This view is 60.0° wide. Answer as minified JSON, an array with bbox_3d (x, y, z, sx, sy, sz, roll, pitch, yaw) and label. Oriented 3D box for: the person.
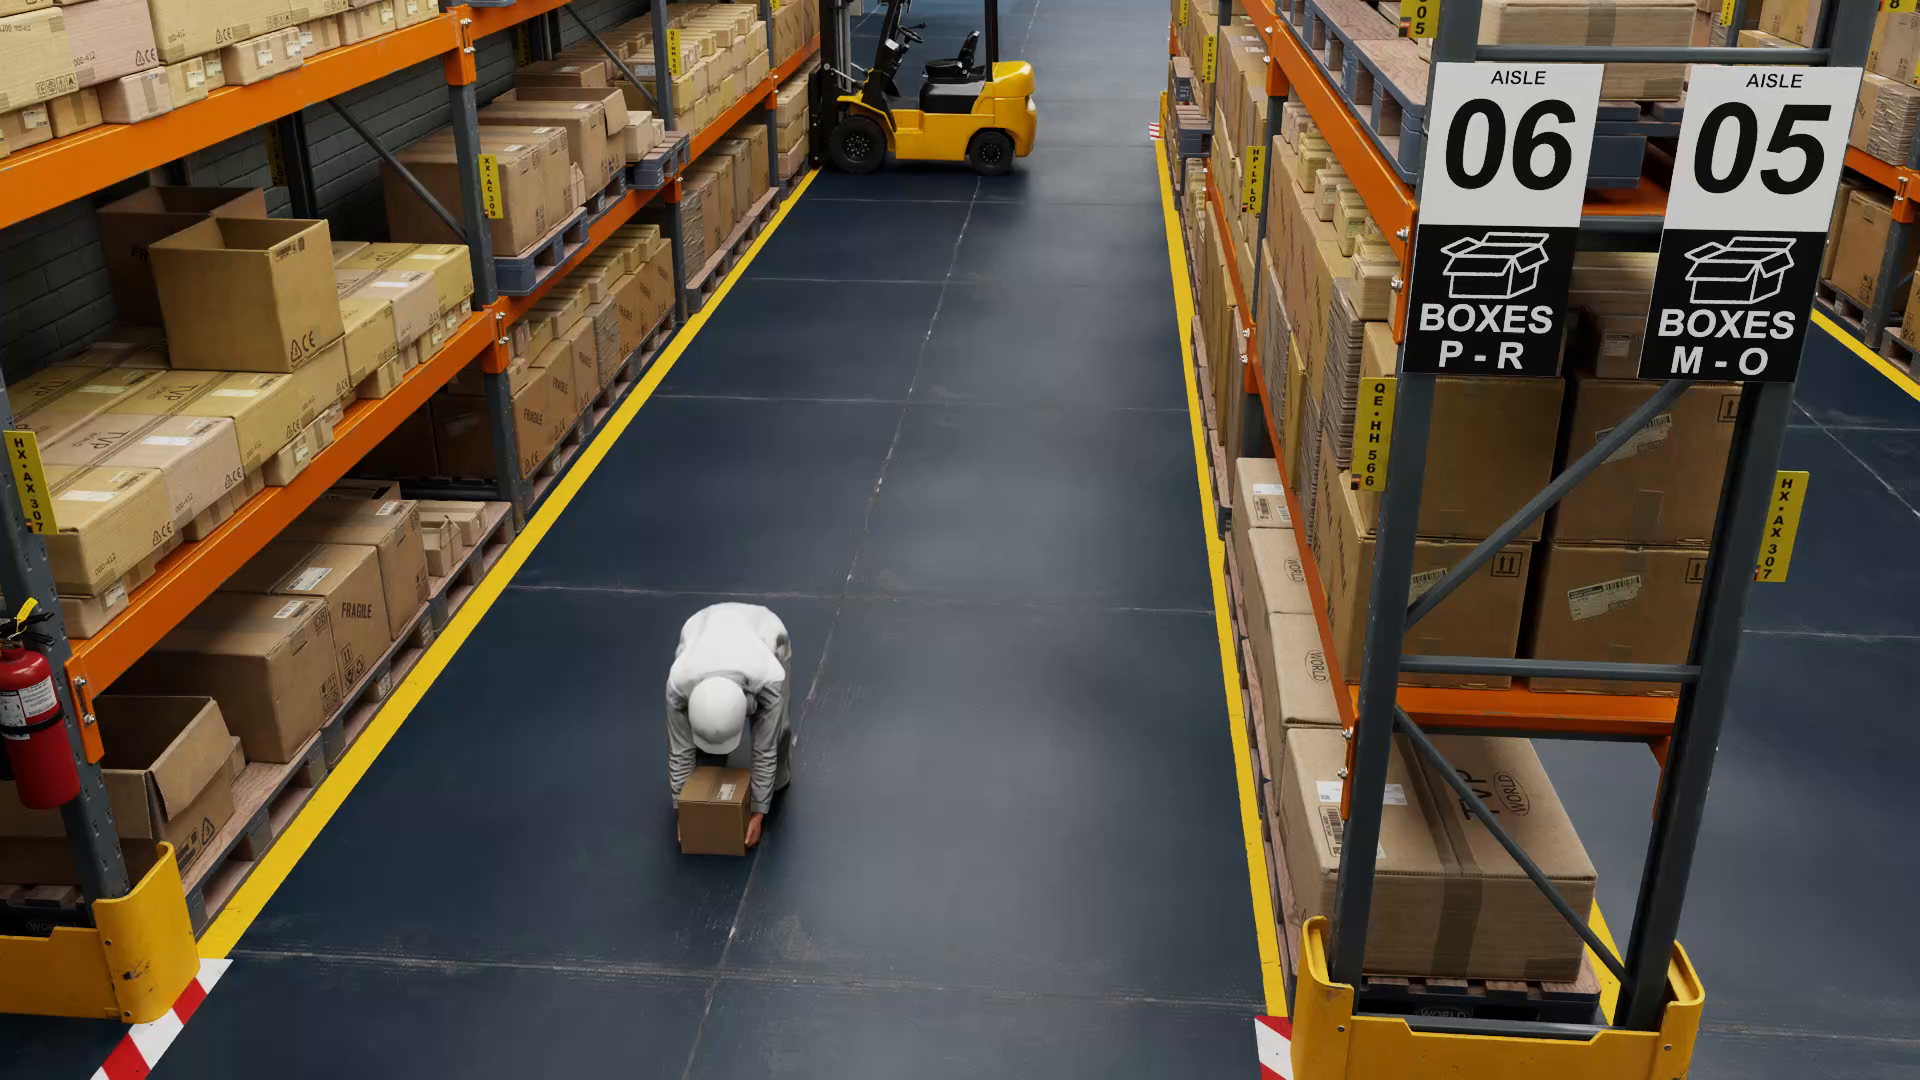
[{"bbox_3d":[-0.927,0.721,6.711,0.504,0.794,0.994,1,24,3],"label":"person"}]
